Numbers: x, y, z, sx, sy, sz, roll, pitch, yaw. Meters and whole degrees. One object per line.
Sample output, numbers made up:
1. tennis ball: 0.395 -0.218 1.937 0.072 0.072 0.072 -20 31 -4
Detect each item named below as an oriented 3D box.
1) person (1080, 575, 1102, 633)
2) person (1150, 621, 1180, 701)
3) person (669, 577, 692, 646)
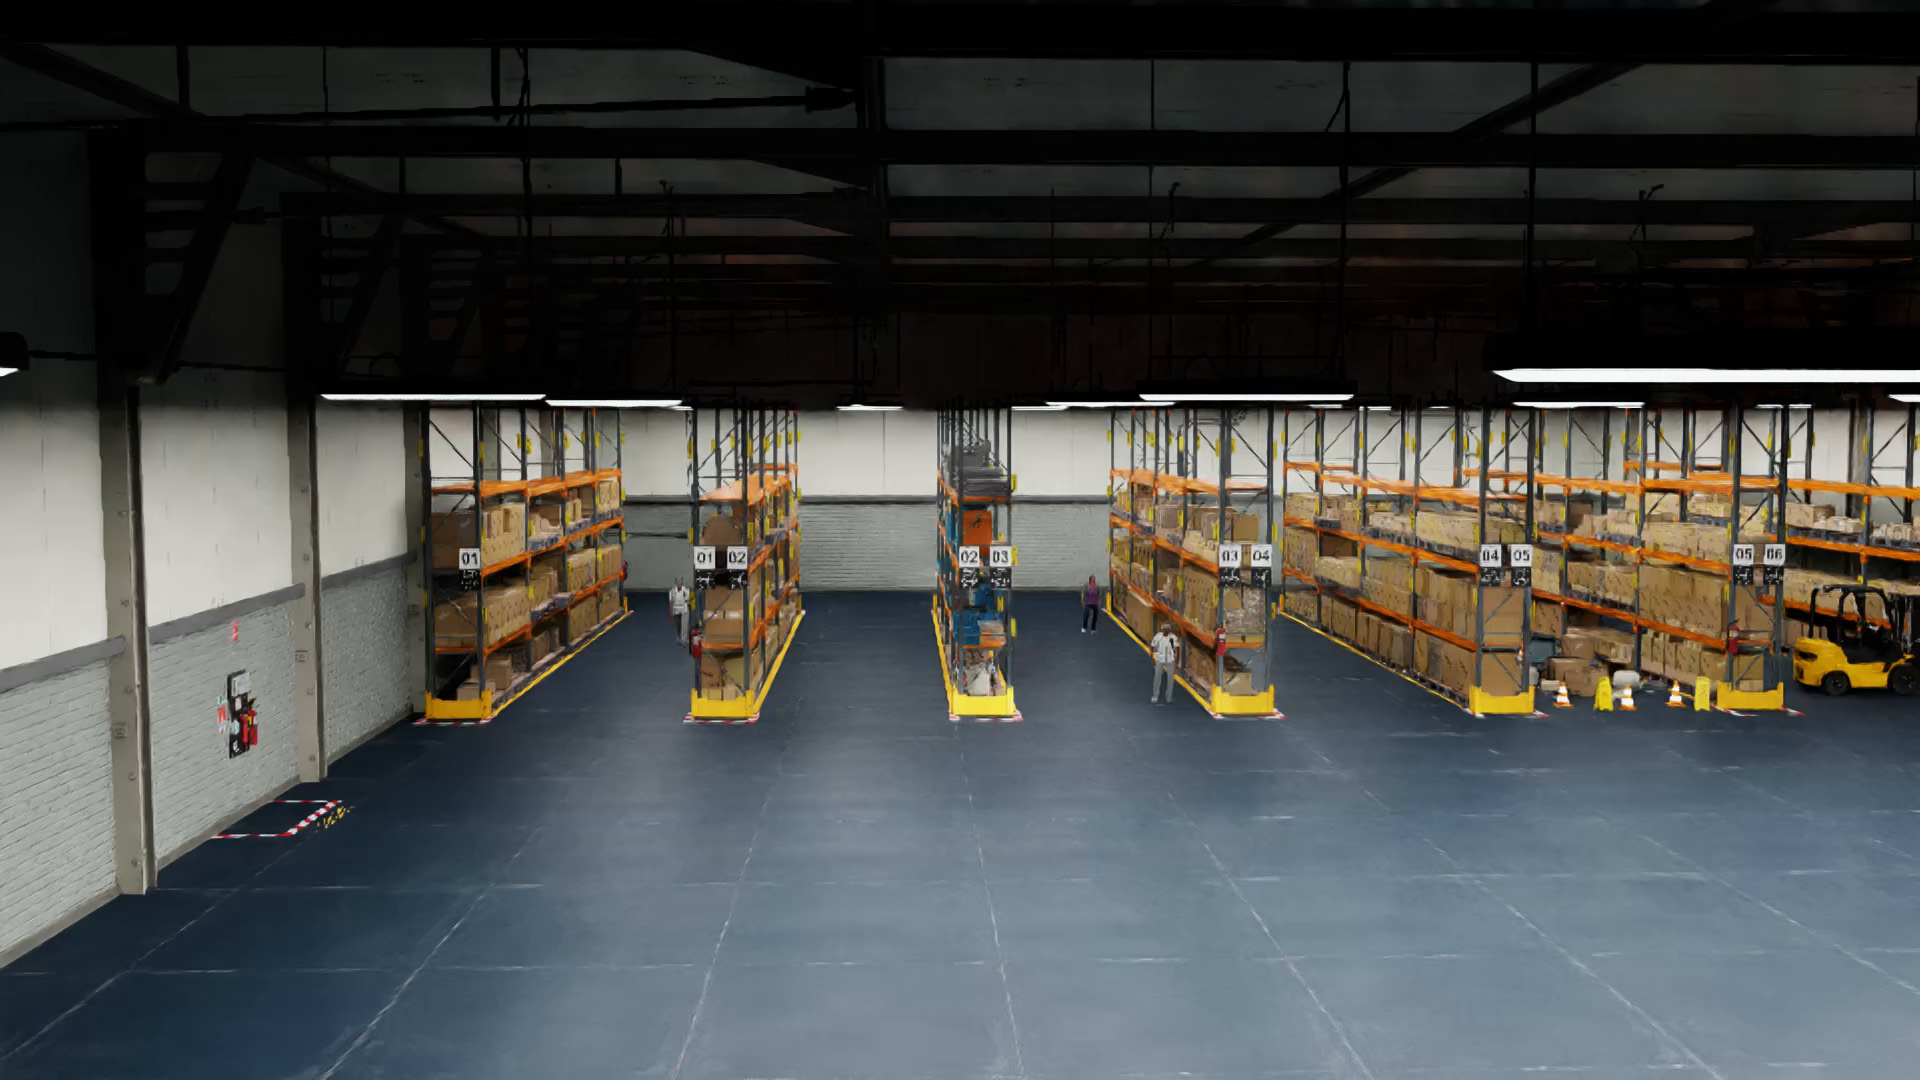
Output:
1. person: 3.377 1.650 42.876 0.566 1.541 0.519 0 4 -5
2. person: 4.042 2.390 32.799 0.593 1.618 0.522 0 4 1
3. person: -6.850 1.734 40.621 0.542 1.672 1.109 0 4 0
